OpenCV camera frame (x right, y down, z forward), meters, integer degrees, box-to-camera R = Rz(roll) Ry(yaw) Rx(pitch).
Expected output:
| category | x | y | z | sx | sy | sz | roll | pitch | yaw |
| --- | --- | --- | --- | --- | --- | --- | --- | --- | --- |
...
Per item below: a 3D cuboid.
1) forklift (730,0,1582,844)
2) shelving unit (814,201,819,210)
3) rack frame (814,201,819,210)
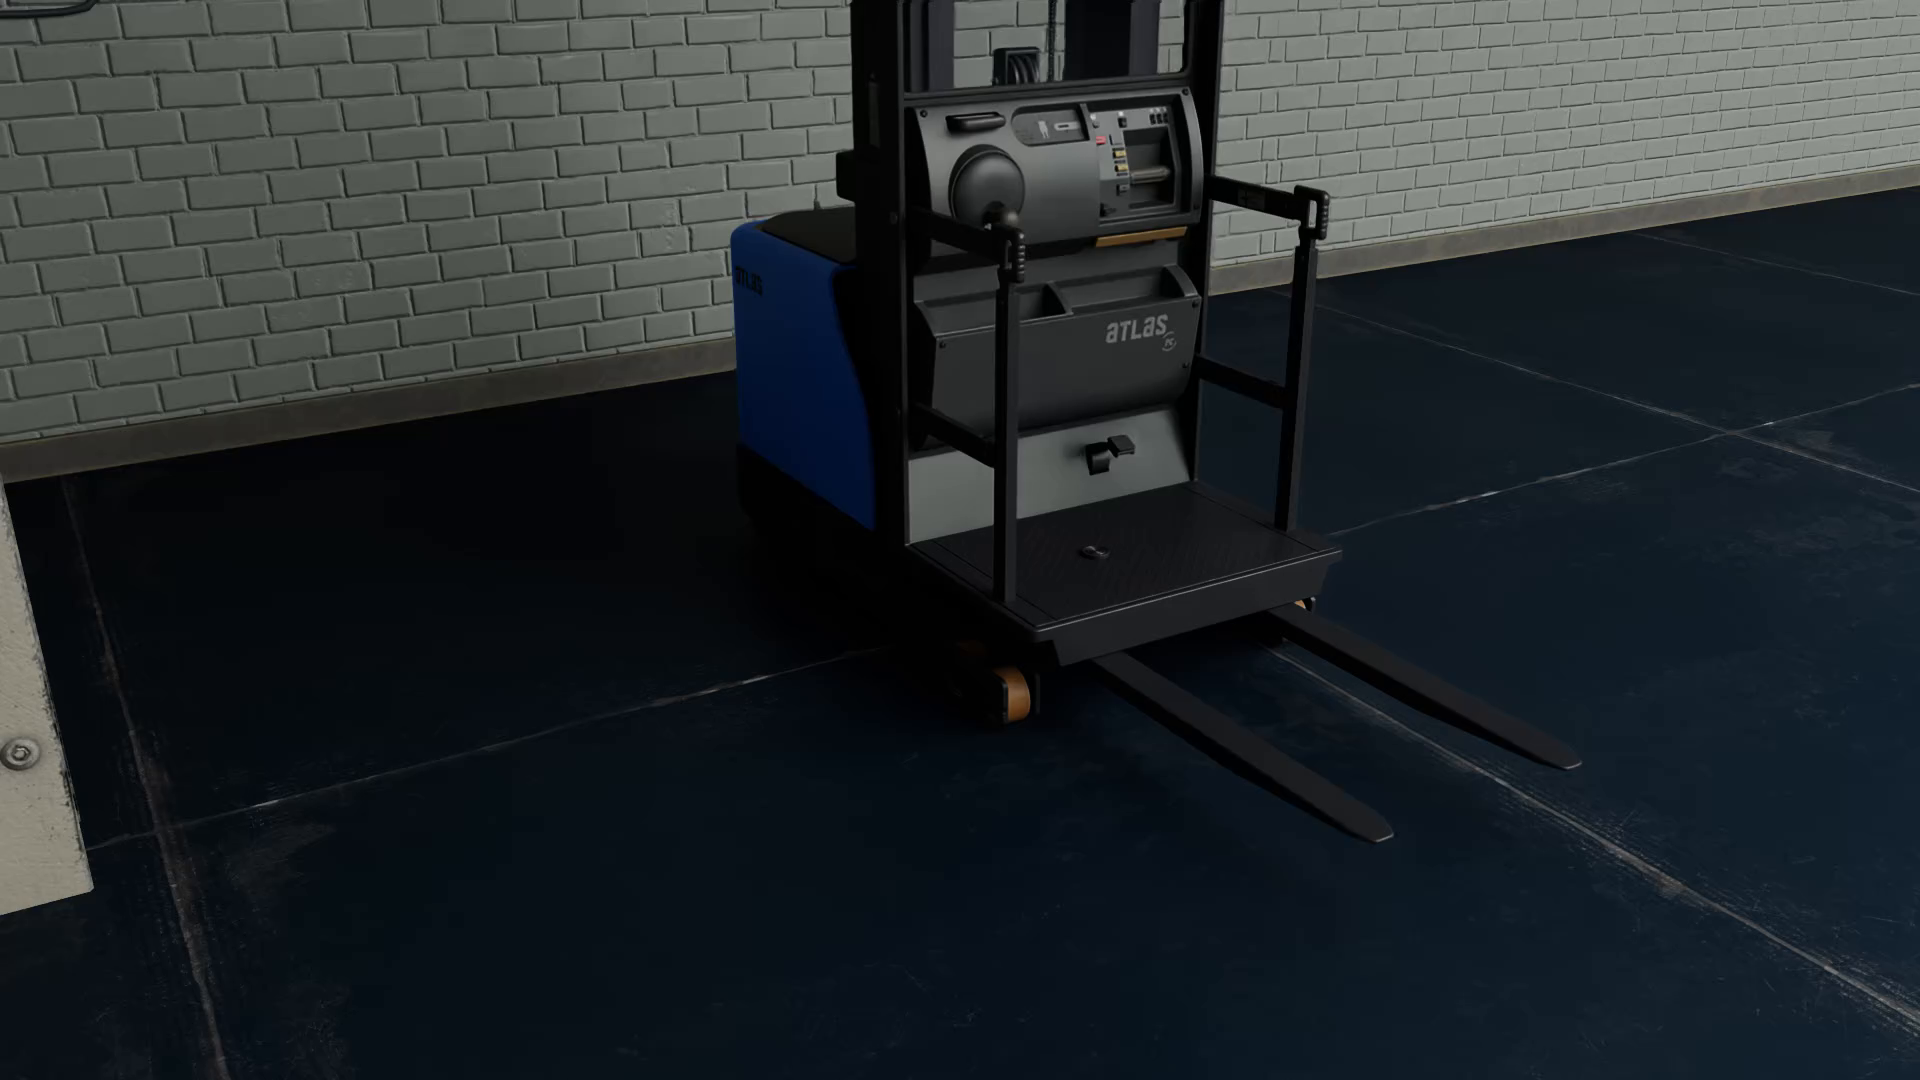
| category | x | y | z | sx | sy | sz | roll | pitch | yaw |
| --- | --- | --- | --- | --- | --- | --- | --- | --- | --- |
| forklift | 0.405 | -1.048 | 4.498 | 1.130 | 2.935 | 3.031 | -13 | 25 | -29 |
| shelving unit | -0.380 | -0.723 | 6.196 | 0.215 | 1.050 | 0.252 | -13 | 25 | -29 |
| rack frame | -0.443 | -0.763 | 6.293 | 0.200 | 1.050 | 0.008 | -13 | 25 | -29 |
